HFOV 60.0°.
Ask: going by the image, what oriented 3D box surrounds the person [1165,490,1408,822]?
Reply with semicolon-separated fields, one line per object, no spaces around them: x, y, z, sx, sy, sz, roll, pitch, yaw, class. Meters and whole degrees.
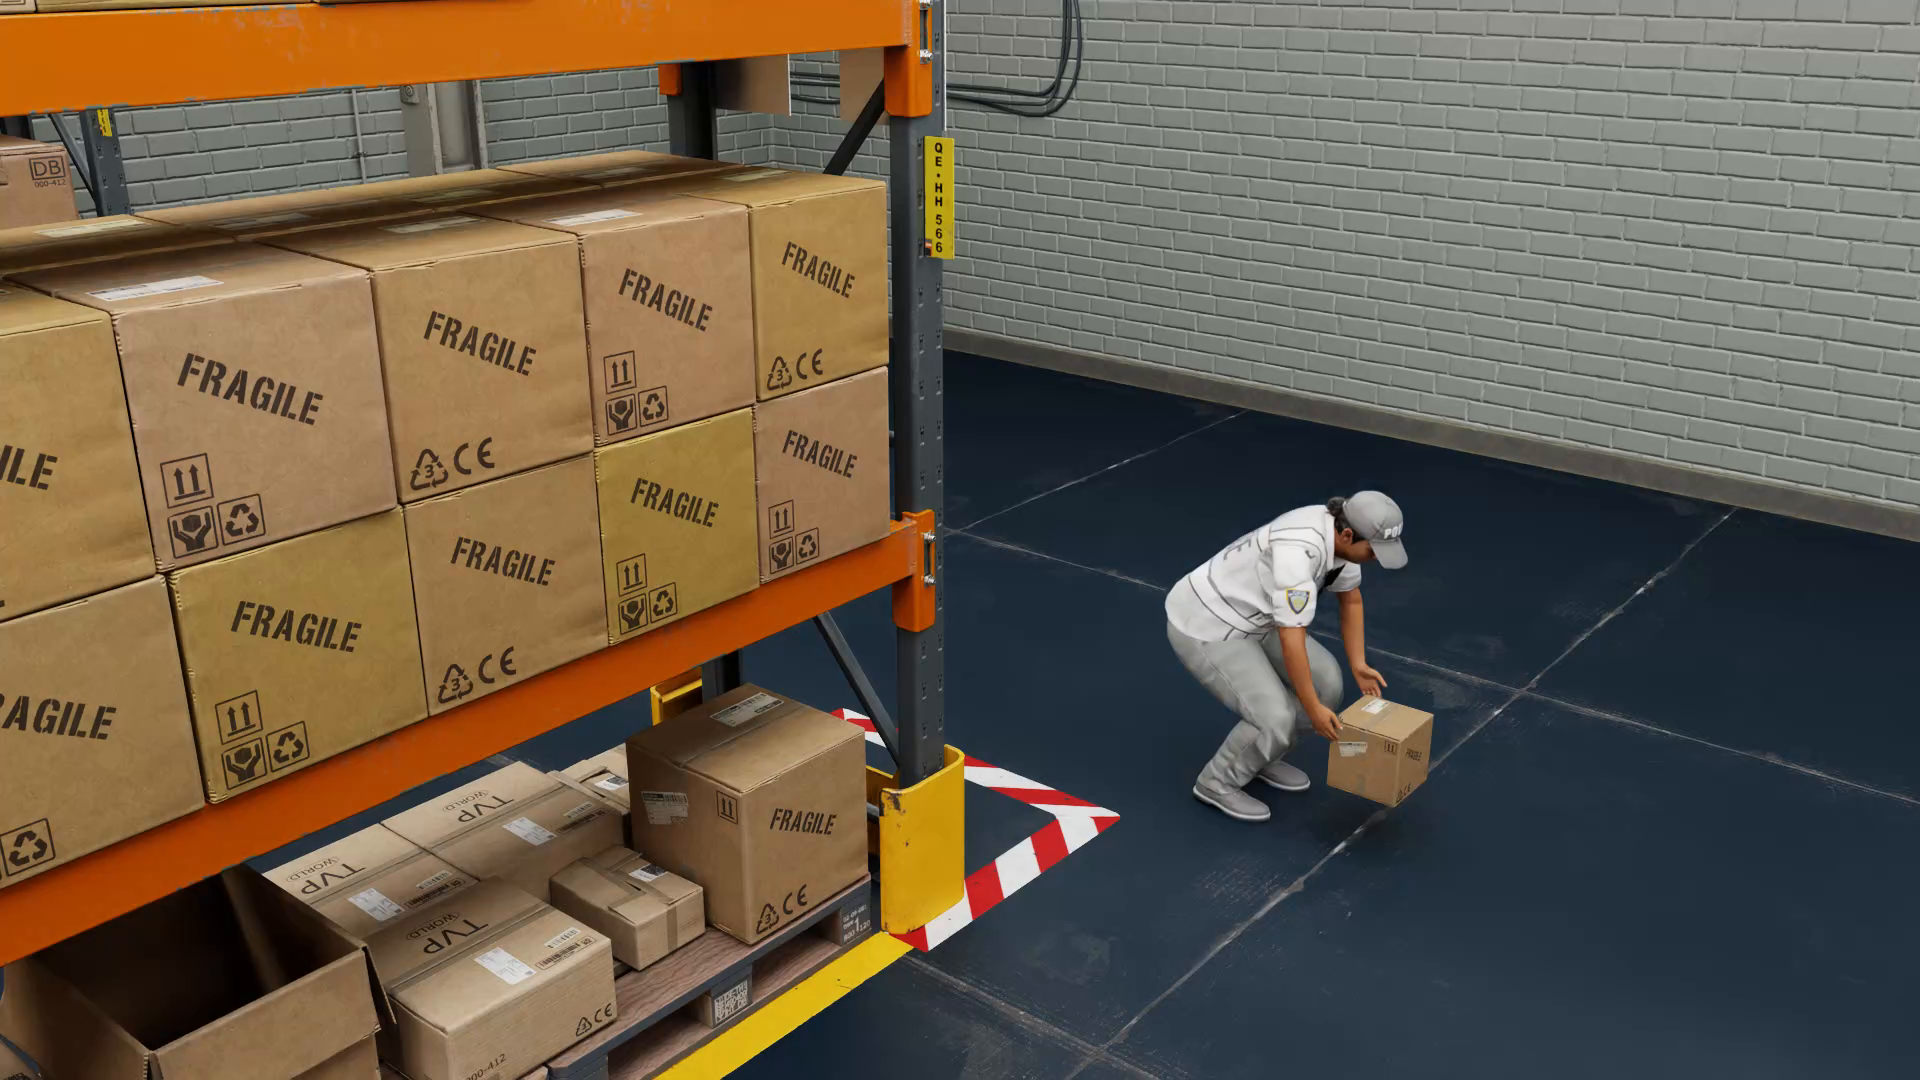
1.125;0.355;5.778;0.803;1.212;0.541;16;26;36;person
